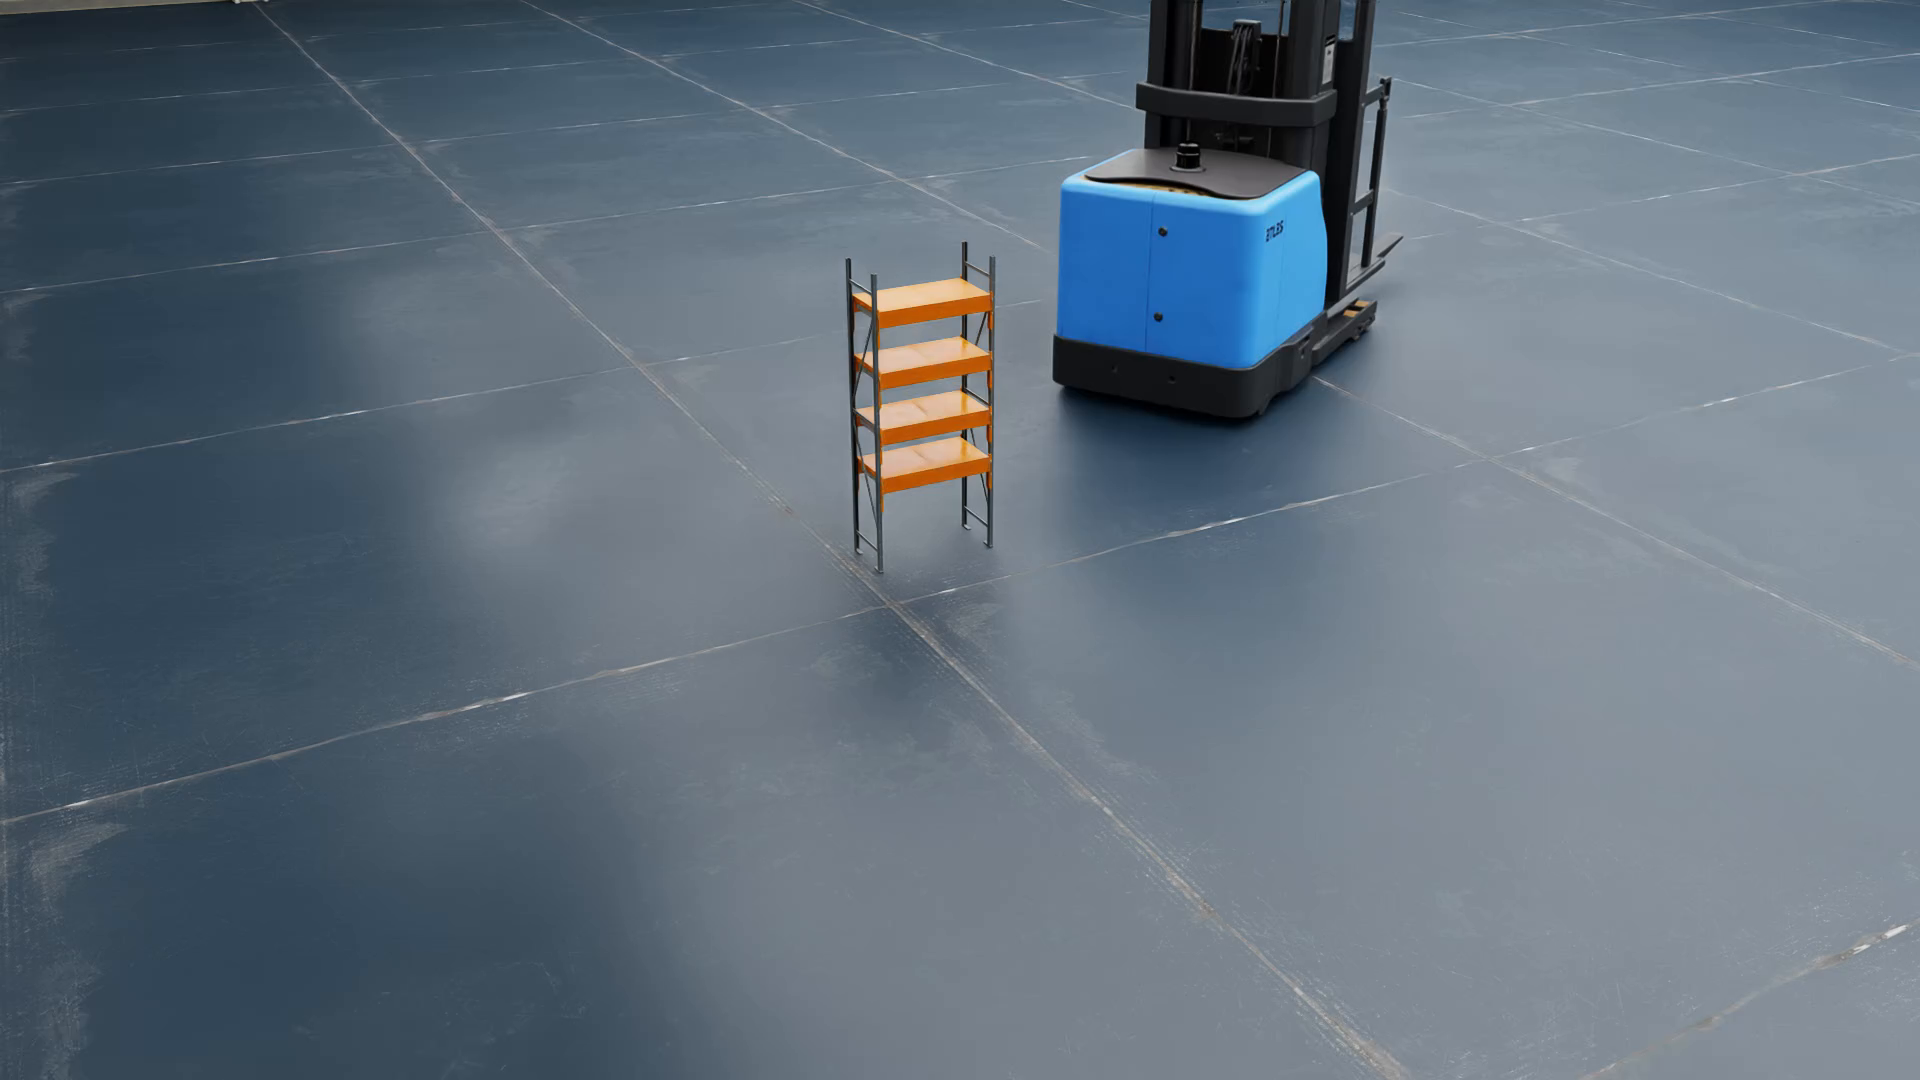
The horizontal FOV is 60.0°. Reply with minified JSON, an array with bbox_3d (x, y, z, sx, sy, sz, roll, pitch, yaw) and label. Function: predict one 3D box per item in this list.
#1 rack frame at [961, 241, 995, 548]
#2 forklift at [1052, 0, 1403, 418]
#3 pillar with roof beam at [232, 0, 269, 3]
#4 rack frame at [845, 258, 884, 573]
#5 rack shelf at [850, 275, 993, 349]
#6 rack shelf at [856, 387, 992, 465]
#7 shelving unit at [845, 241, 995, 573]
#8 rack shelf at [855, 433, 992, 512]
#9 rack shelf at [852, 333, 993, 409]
[{"bbox_3d":[0.069,-0.557,6.524,0.015,1.200,0.240,-13,29,-25],"label":"rack frame"},{"bbox_3d":[1.638,-2.489,8.547,1.130,2.935,3.031,14,29,27],"label":"forklift"},{"bbox_3d":[-6.856,-9.163,15.437,0.400,9.000,9.100,-13,29,-25],"label":"pillar with roof beam"},{"bbox_3d":[-0.361,-0.457,6.317,0.015,1.200,0.240,-13,29,-25],"label":"rack frame"},{"bbox_3d":[-0.146,-0.861,6.250,0.480,0.148,0.258,-13,29,-25],"label":"rack shelf"},{"bbox_3d":[-0.146,-0.447,6.449,0.480,0.148,0.258,-13,29,-25],"label":"rack shelf"},{"bbox_3d":[-0.146,-0.507,6.420,0.503,1.200,0.258,-13,29,-25],"label":"shelving unit"},{"bbox_3d":[-0.146,-0.268,6.535,0.480,0.148,0.258,-13,29,-25],"label":"rack shelf"},{"bbox_3d":[-0.146,-0.648,6.352,0.480,0.148,0.258,-13,29,-25],"label":"rack shelf"}]
